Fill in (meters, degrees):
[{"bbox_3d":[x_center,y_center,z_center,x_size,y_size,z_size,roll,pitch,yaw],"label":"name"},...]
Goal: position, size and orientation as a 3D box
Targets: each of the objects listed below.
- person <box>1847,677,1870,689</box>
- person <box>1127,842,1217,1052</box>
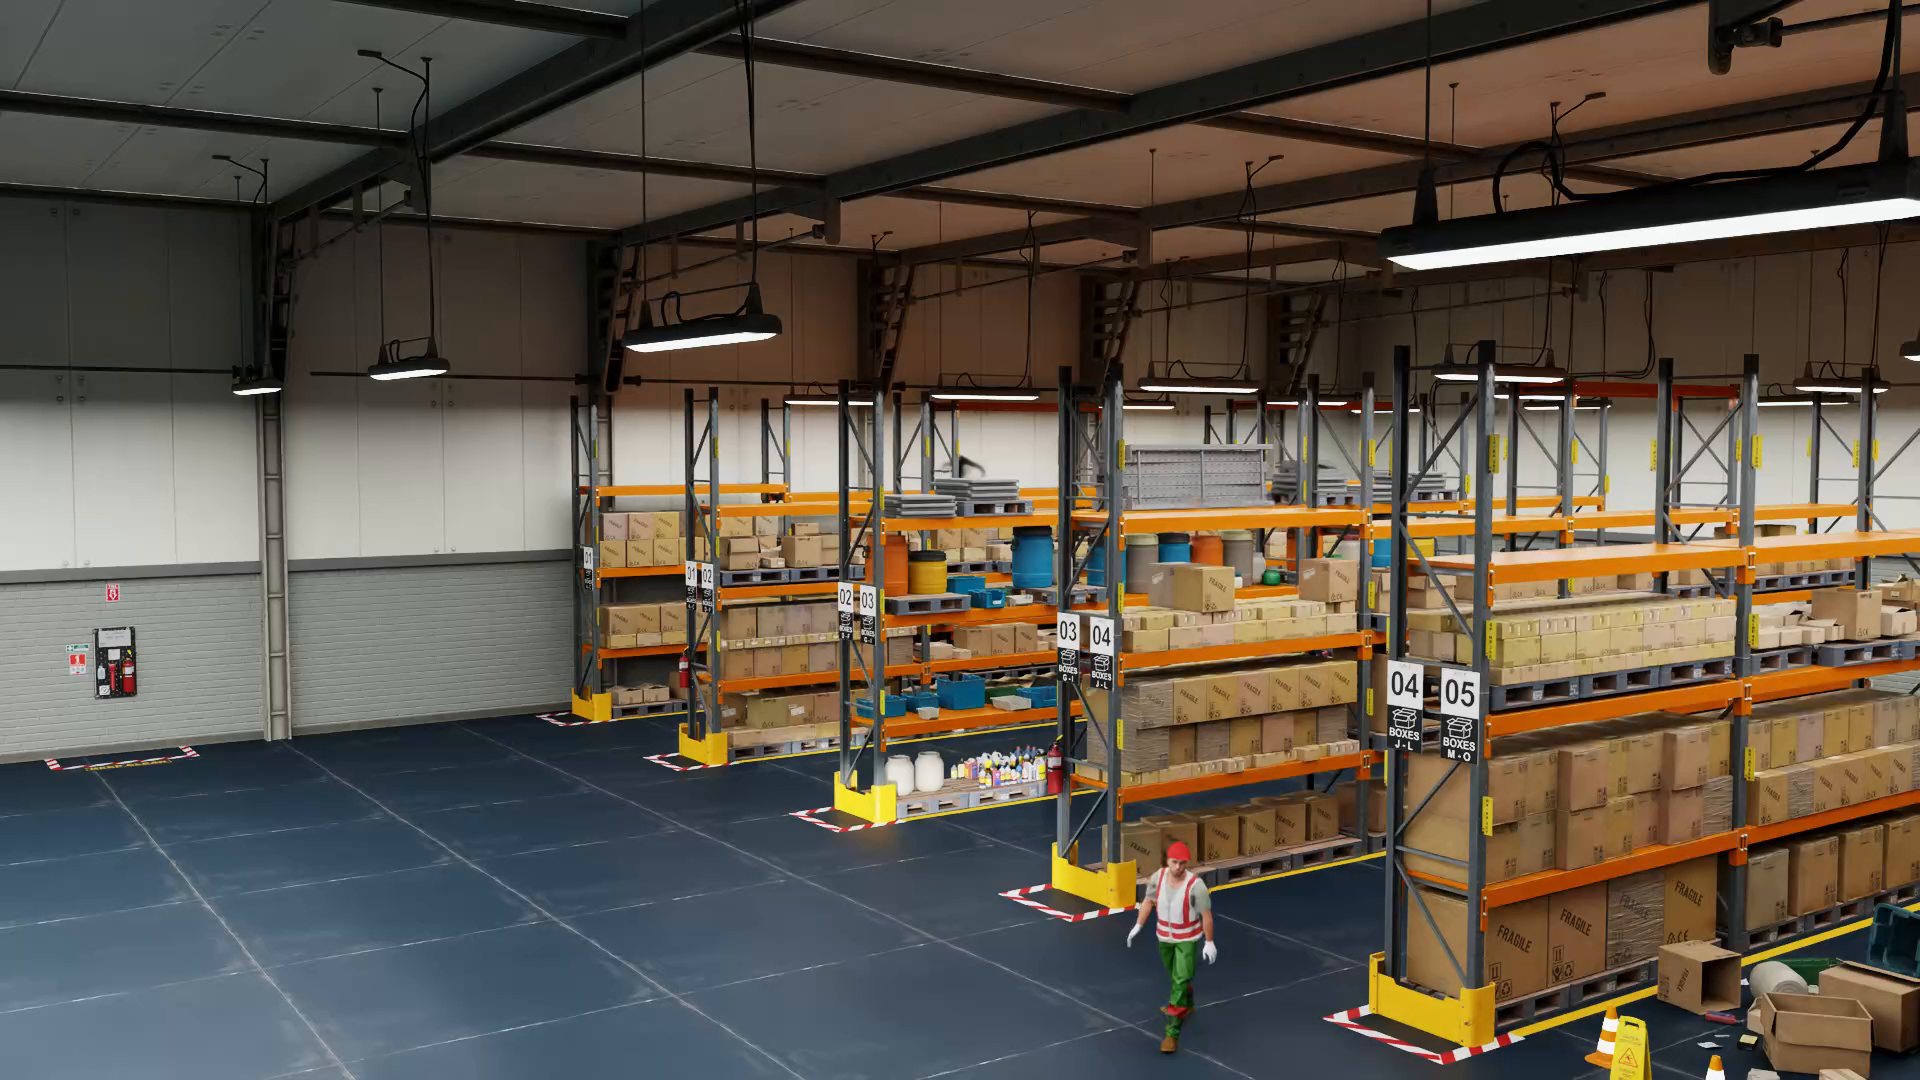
[{"bbox_3d":[15.433,2.656,28.840,0.657,1.568,0.824,-1,4,-13],"label":"person"},{"bbox_3d":[1.876,3.429,14.365,0.694,1.728,0.997,2,4,35],"label":"person"}]
